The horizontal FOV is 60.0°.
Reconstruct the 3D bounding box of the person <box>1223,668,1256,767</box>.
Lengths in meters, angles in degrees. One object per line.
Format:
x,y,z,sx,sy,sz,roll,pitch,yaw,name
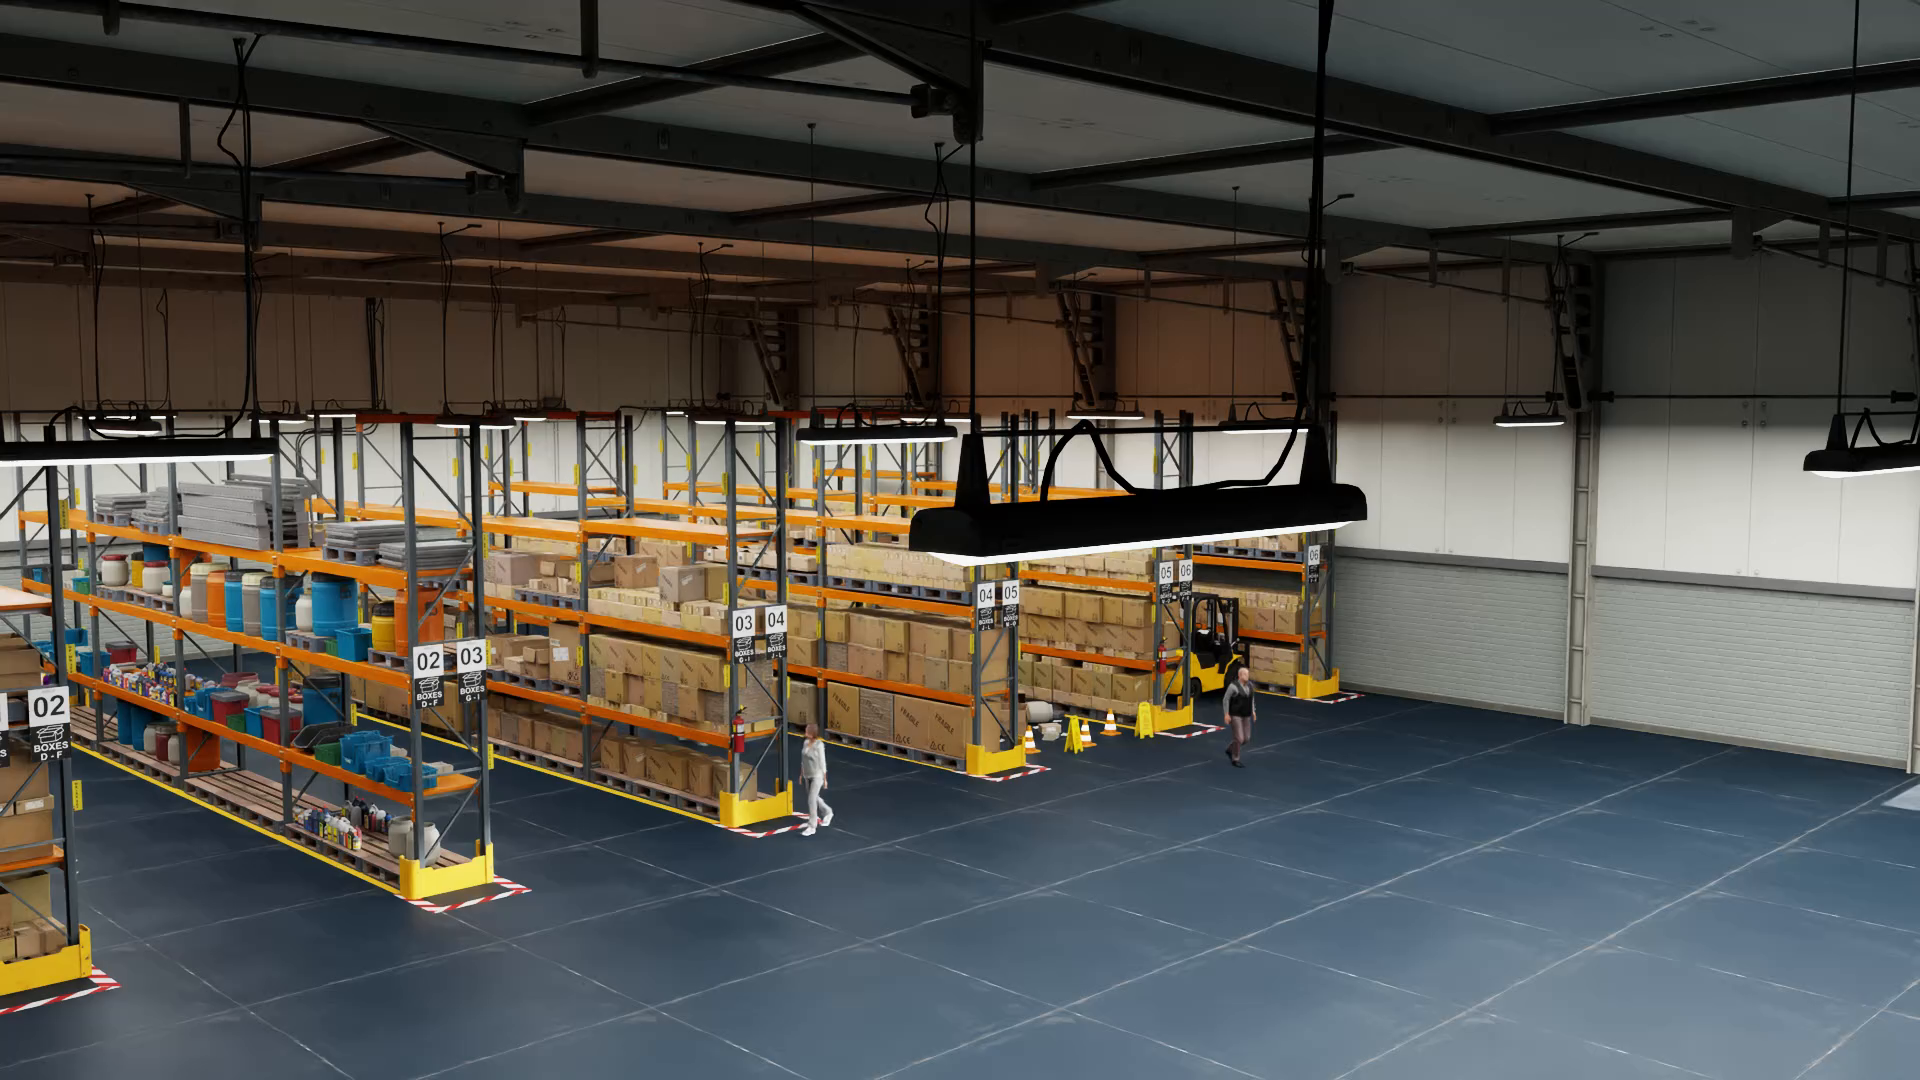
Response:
4.734,3.029,28.544,0.608,1.734,0.596,-4,6,-38,person

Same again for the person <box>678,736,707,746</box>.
-4.860,2.896,30.288,0.739,1.684,0.569,4,6,39,person

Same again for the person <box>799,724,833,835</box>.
-2.089,3.445,24.166,0.737,1.567,0.412,-4,7,-41,person

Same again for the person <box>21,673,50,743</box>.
-16.280,2.940,29.149,0.661,1.741,0.835,-3,6,-32,person
